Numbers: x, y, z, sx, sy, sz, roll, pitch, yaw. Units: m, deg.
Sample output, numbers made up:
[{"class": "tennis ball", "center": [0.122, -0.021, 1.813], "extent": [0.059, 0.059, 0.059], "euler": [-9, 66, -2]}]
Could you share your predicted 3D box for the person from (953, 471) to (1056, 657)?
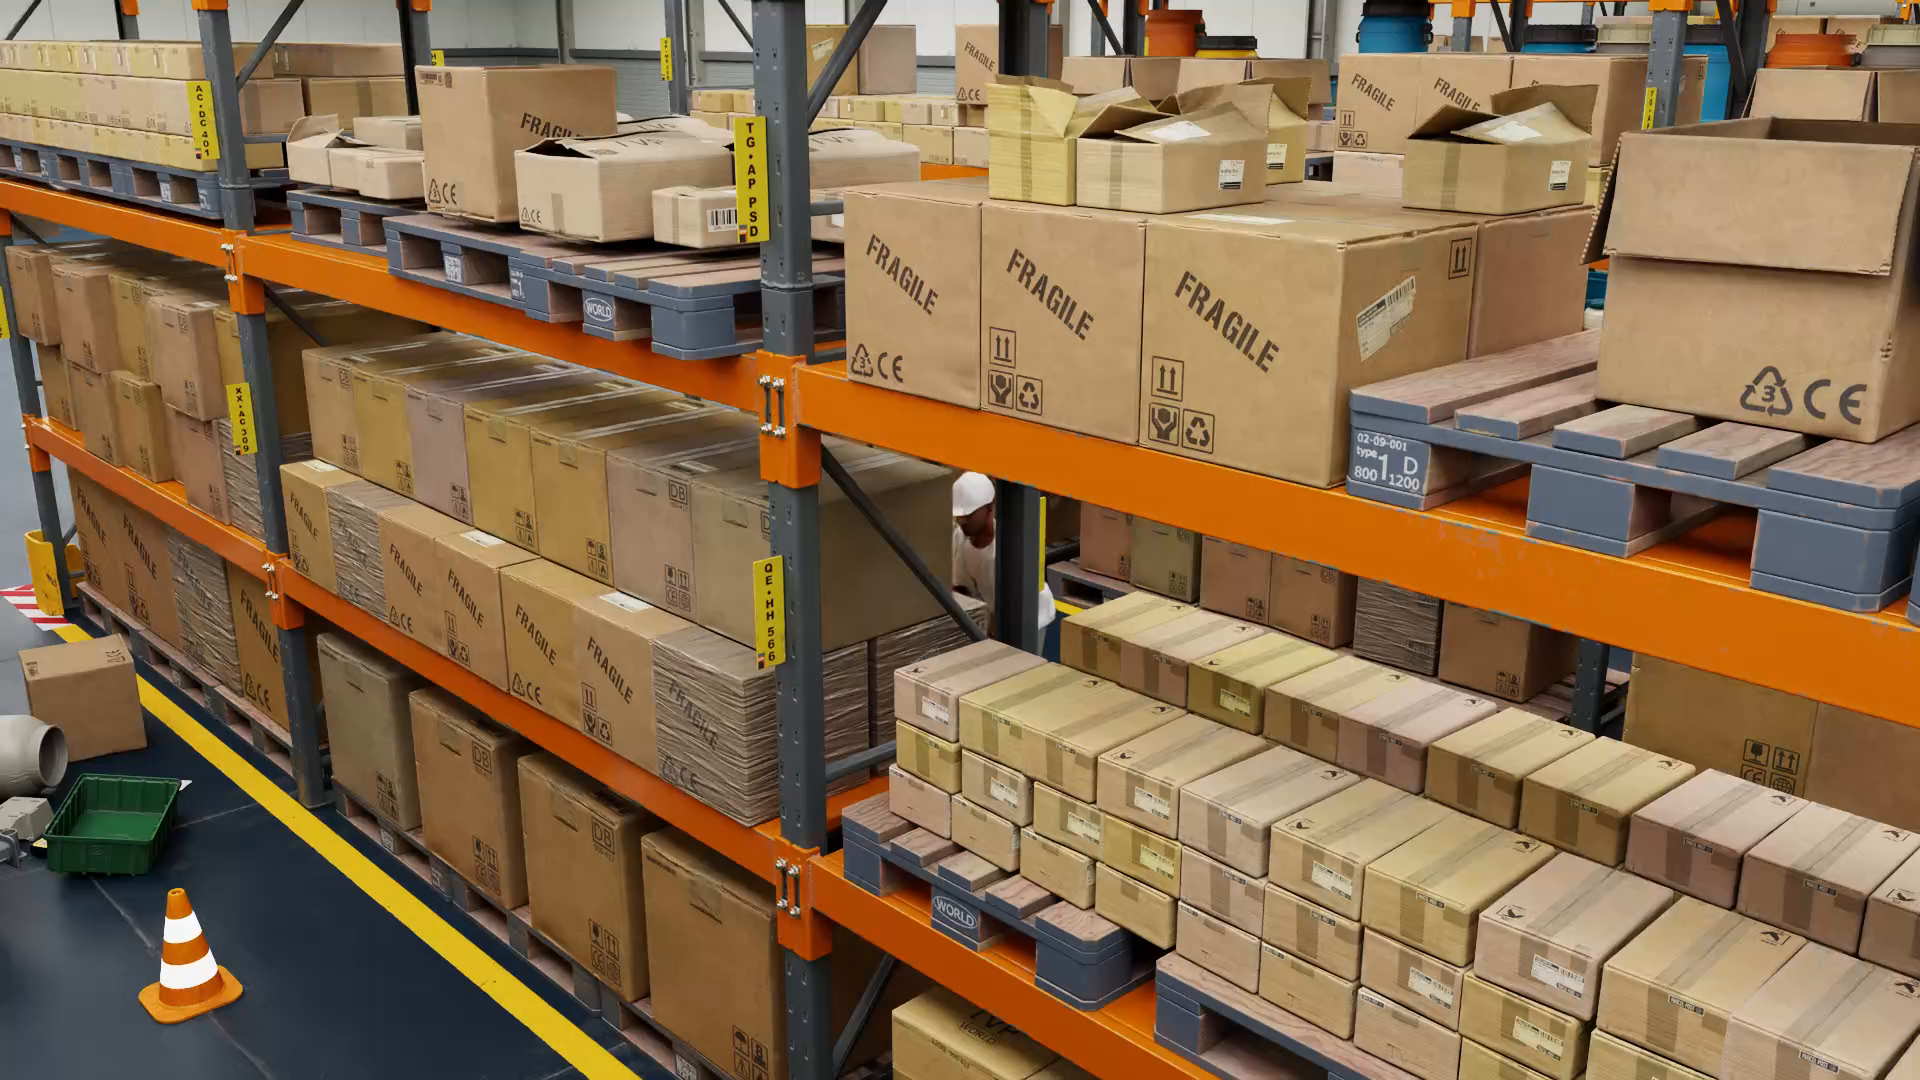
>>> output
[{"class": "person", "center": [0.162, 0.458, 8.147], "extent": [0.624, 1.693, 0.488], "euler": [-16, 23, -42]}]
